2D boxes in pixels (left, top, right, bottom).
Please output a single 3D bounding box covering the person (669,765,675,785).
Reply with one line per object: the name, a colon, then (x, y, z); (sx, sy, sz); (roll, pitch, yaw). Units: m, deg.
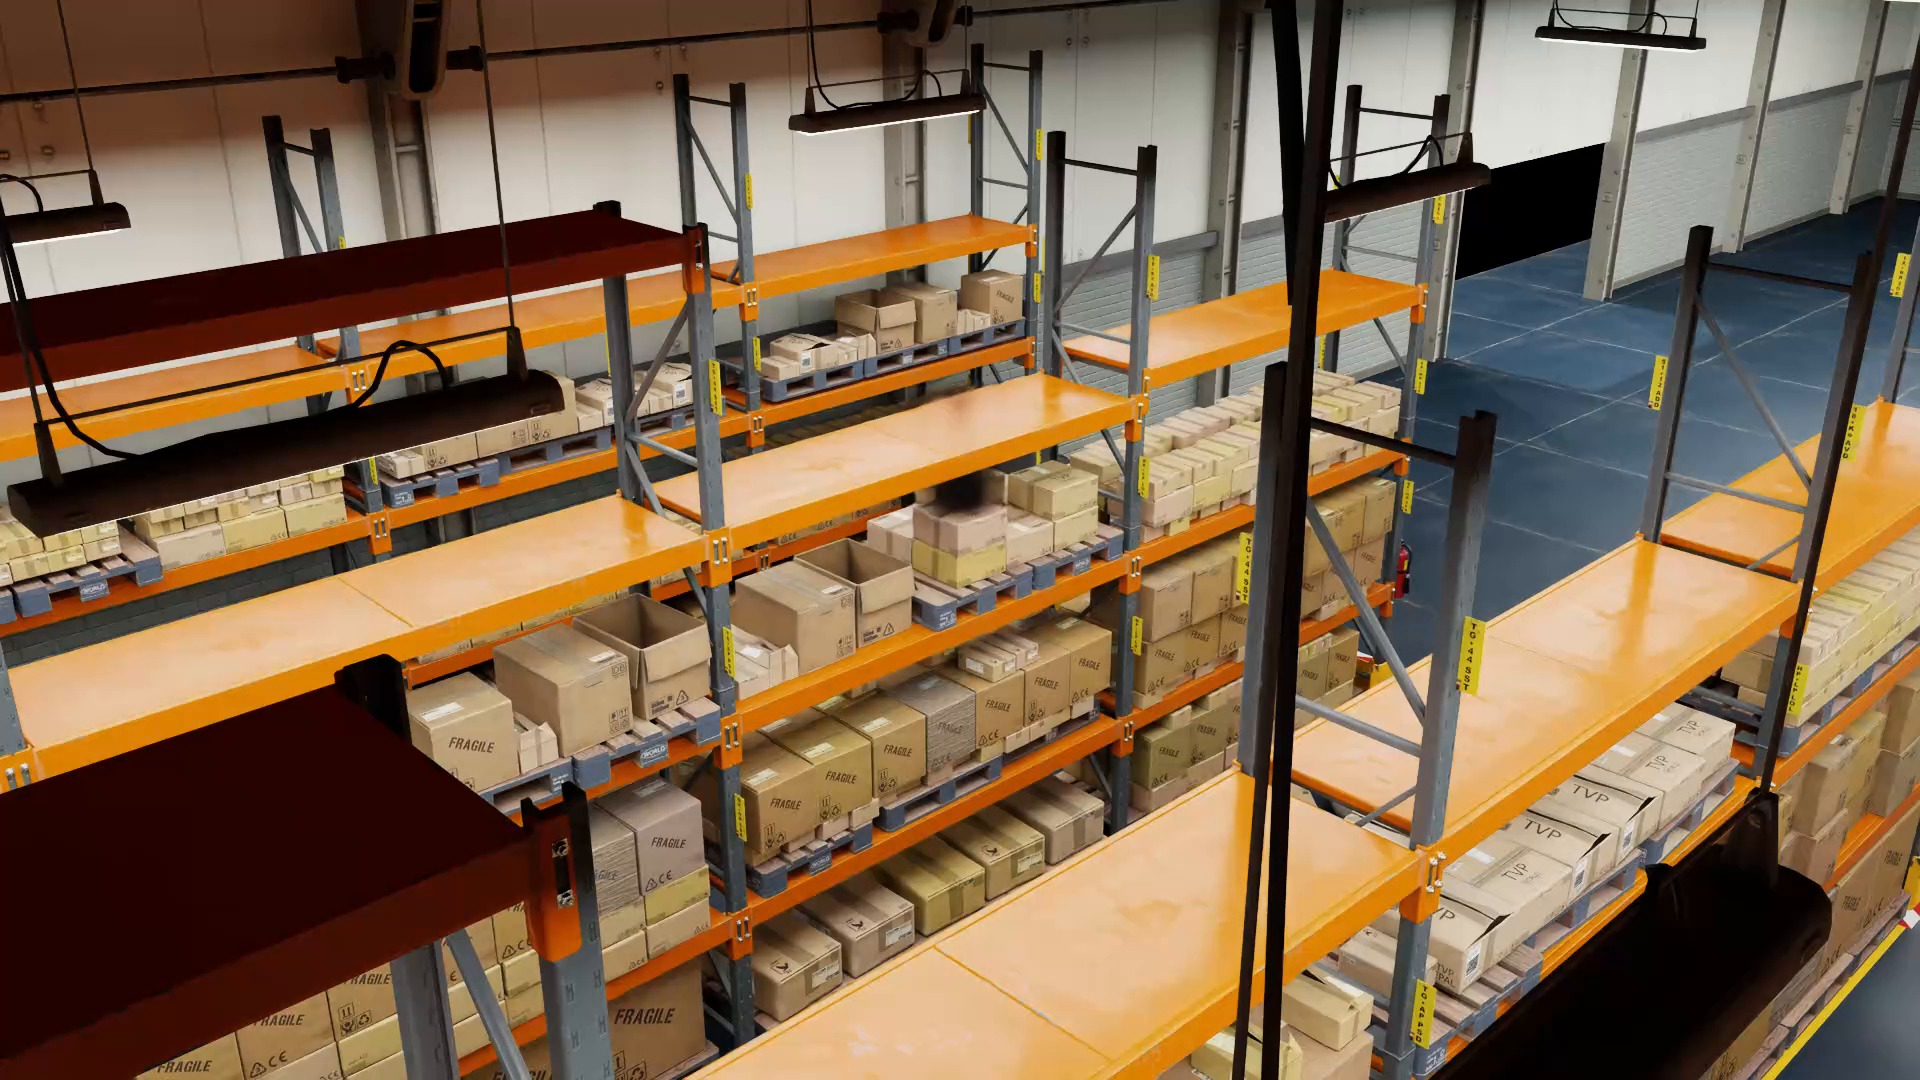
person: (-2.212, 1.796, 14.331); (0.679, 1.722, 0.676); (-15, 27, -32)
